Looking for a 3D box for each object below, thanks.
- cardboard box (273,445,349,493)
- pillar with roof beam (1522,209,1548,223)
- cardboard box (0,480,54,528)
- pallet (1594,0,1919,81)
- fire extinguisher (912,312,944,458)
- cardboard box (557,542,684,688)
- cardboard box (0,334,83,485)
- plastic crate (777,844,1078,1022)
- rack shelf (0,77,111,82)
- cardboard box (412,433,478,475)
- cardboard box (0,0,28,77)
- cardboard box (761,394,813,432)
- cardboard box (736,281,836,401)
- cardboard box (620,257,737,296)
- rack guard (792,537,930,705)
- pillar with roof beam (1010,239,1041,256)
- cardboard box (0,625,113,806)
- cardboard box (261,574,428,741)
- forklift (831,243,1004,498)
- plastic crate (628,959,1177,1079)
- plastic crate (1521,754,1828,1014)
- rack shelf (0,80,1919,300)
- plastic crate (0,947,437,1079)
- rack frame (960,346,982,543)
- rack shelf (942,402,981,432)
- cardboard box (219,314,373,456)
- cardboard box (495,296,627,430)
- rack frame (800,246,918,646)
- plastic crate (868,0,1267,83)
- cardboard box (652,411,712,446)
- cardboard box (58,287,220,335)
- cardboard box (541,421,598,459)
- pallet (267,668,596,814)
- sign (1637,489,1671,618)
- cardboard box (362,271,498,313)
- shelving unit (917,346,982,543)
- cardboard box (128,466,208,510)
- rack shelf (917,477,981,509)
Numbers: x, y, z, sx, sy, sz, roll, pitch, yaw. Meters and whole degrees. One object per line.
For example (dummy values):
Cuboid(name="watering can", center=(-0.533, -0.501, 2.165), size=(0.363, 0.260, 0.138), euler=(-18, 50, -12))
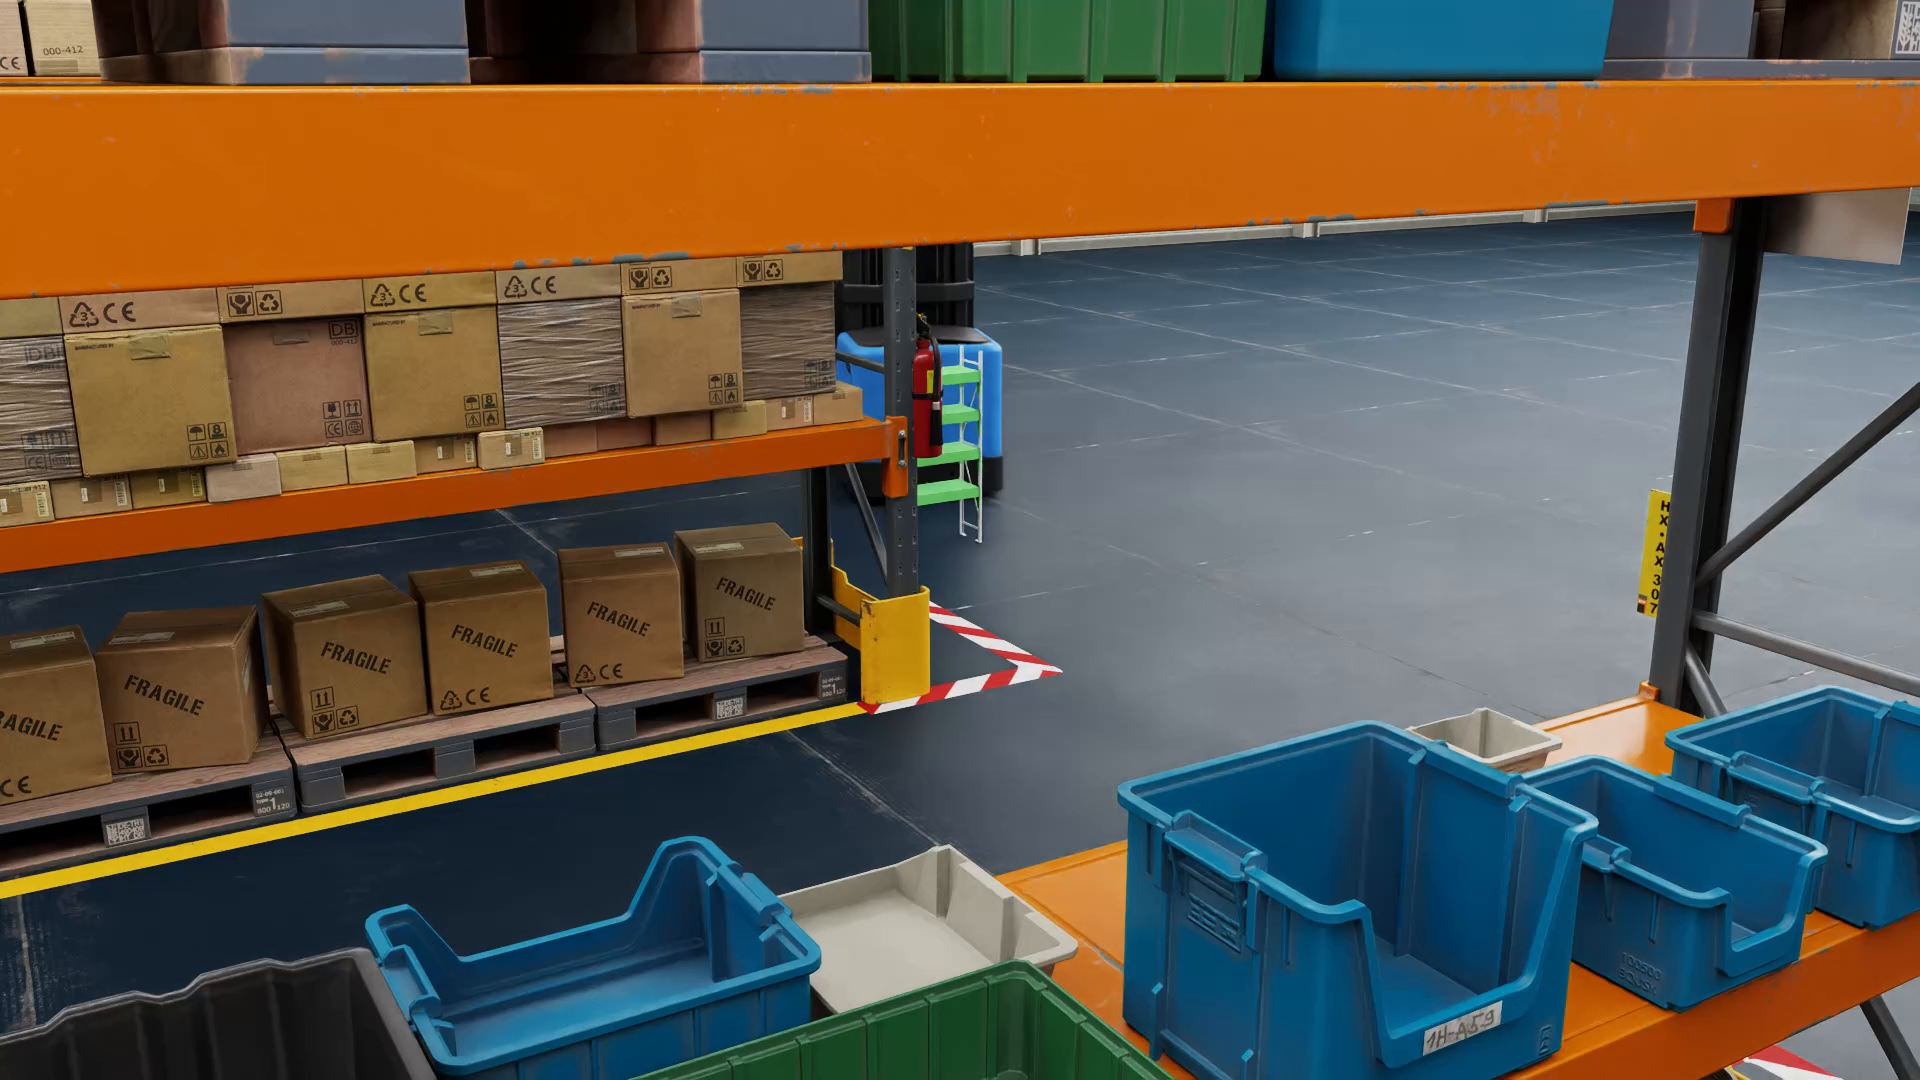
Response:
Cuboid(name="cardboard box", center=(-2.532, -0.308, 6.416), size=(0.250, 0.149, 0.380), euler=(-9, 18, -30))
Cuboid(name="pillar with roof beam", center=(13.564, -9.626, 28.078), size=(0.400, 9.000, 9.100), euler=(-9, 18, -30))
Cuboid(name="cardboard box", center=(-3.370, -0.160, 5.889), size=(0.250, 0.149, 0.380), euler=(-9, 18, -30))
Cuboid(name="pallet", center=(1.290, -0.960, 3.070), size=(1.213, 0.211, 1.003), euler=(-9, 18, -30))
Cuboid(name="fire extinguisher", center=(-0.166, -0.717, 7.554), size=(0.183, 0.674, 0.296), euler=(-9, 18, -30))
Cuboid(name="cardboard box", center=(-1.540, 0.330, 7.527), size=(0.500, 0.500, 0.500), euler=(-4, 16, -15))
Cuboid(name="cardboard box", center=(-3.512, -0.529, 6.002), size=(0.500, 0.500, 0.875), euler=(-9, 18, -30))
Cuboid(name="plastic crate", center=(-0.118, 0.700, 2.845), size=(0.437, 0.136, 0.530), euler=(-9, 18, -30))
Cuboid(name="rack shelf", center=(-2.216, -1.665, 6.567), size=(4.000, 0.370, 1.077), euler=(-9, 18, -30))
Cuboid(name="cardboard box", center=(-2.121, -0.385, 6.692), size=(0.250, 0.149, 0.380), euler=(-9, 18, -30))
Cuboid(name="cardboard box", center=(-3.412, -1.664, 5.510), size=(0.500, 0.250, 0.500), euler=(-10, 19, -32))
Cuboid(name="cardboard box", center=(-0.854, -0.602, 7.466), size=(0.250, 0.149, 0.380), euler=(-9, 18, -30))
Cuboid(name="cardboard box", center=(-0.987, -0.966, 7.563), size=(0.500, 0.500, 0.875), euler=(-9, 18, -30))
Cuboid(name="cardboard box", center=(-1.271, -1.313, 6.949), size=(0.500, 0.500, 0.500), euler=(-9, 18, -30))
Cuboid(name="rack guard", center=(-0.566, 0.369, 8.167), size=(0.348, 0.500, 1.175), euler=(-9, 18, -30))
Cuboid(name="pillar with roof beam", center=(3.278, -7.958, 22.128), size=(0.400, 9.000, 9.100), euler=(-9, 18, -30))
Cuboid(name="cardboard box", center=(-3.566, 0.666, 6.329), size=(0.500, 0.500, 0.500), euler=(-10, 18, -31))
Cuboid(name="cardboard box", center=(-2.588, 0.480, 6.992), size=(0.500, 0.500, 0.500), euler=(-11, 19, -35))
Cuboid(name="forklift", center=(-0.491, -2.047, 12.282), size=(1.130, 2.935, 3.031), euler=(-3, 16, -11))
Cuboid(name="plastic crate", center=(-0.070, 0.836, 2.264), size=(0.662, 0.188, 0.450), euler=(-9, 18, -30))
Cuboid(name="plastic crate", center=(1.215, 0.600, 2.986), size=(0.408, 0.251, 0.499), euler=(-9, 18, -30))
Cuboid(name="rack shelf", center=(0.335, -0.519, 2.479), size=(4.000, 0.370, 1.077), euler=(-9, 18, -30))
Cuboid(name="plastic crate", center=(-0.865, 0.844, 1.958), size=(0.504, 0.338, 0.767), euler=(-9, 18, -30))
Cuboid(name="rack frame", center=(0.067, -0.589, 10.287), size=(0.015, 1.200, 0.240), euler=(-9, 18, -30))
Cuboid(name="rack shelf", center=(-0.142, -0.724, 10.118), size=(0.480, 0.148, 0.258), euler=(-9, 18, -30))
Cuboid(name="cardboard box", center=(-2.689, -0.683, 6.552), size=(0.500, 0.500, 0.875), euler=(-9, 18, -30))
Cuboid(name="cardboard box", center=(-1.804, -0.810, 7.004), size=(0.500, 0.500, 0.875), euler=(-9, 18, -30))
Cuboid(name="rack frame", center=(-0.501, -0.845, 7.867), size=(0.127, 3.000, 1.000), euler=(-9, 18, -30))
Cuboid(name="plastic crate", center=(0.114, -0.642, 1.977), size=(0.450, 0.188, 0.336), euler=(-9, 18, -30))
Cuboid(name="cardboard box", center=(-1.264, -0.524, 7.188), size=(0.250, 0.149, 0.380), euler=(-9, 18, -30))
Cuboid(name="cardboard box", center=(-2.985, -1.035, 5.957), size=(0.500, 0.500, 0.500), euler=(-9, 18, -30))
Cuboid(name="cardboard box", center=(-1.702, -0.459, 6.956), size=(0.250, 0.149, 0.380), euler=(-9, 18, -30))
Cuboid(name="pallet", center=(-2.326, 0.781, 7.231), size=(1.213, 0.211, 1.003), euler=(-9, 18, -30))
Cuboid(name="sign", center=(1.770, 0.040, 4.198), size=(0.005, 0.325, 0.100), euler=(-9, 18, -30))
Cuboid(name="cardboard box", center=(-2.134, -1.177, 6.462), size=(0.500, 0.500, 0.500), euler=(-9, 18, -30))
Cuboid(name="shelving unit", center=(-0.142, -0.555, 10.166), size=(0.503, 1.200, 0.258), euler=(-9, 18, -30))
Cuboid(name="cardboard box", center=(-2.960, -0.238, 6.167), size=(0.250, 0.149, 0.380), euler=(-9, 18, -30))
Cuboid(name="rack shelf", center=(-0.142, -0.262, 10.248), size=(0.480, 0.148, 0.258), euler=(-9, 18, -30))
